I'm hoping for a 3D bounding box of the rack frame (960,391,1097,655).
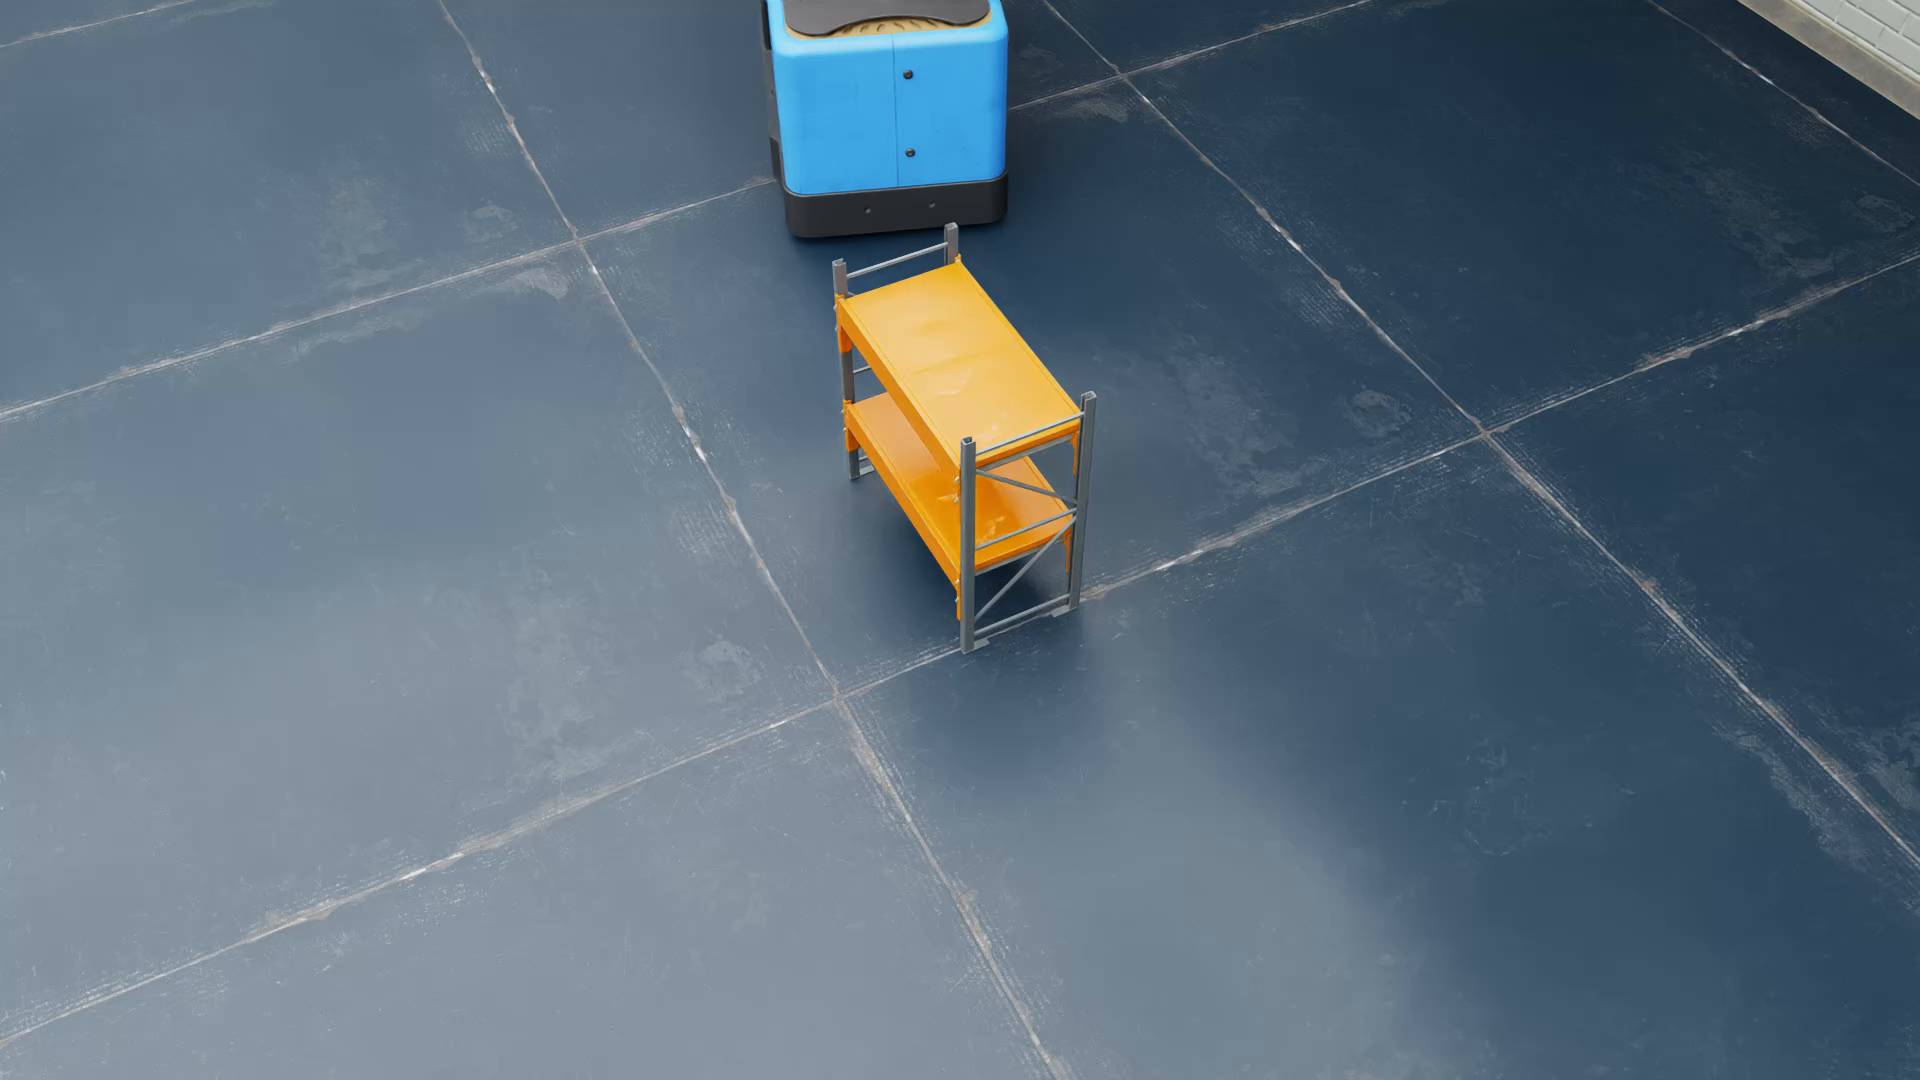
[{"bbox_3d":[0.230,-0.035,5.926,0.500,1.125,0.032,-21,52,-18],"label":"rack frame"}]

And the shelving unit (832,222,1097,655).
[{"bbox_3d":[-0.003,-0.375,6.223,0.538,1.125,1.048,-21,52,-18],"label":"shelving unit"}]

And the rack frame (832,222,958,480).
[{"bbox_3d":[-0.236,-0.715,6.521,0.500,1.125,0.032,-21,52,-18],"label":"rack frame"}]

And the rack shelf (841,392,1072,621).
[{"bbox_3d":[-0.003,-0.214,6.407,0.538,0.278,1.000,-21,52,-18],"label":"rack shelf"}]

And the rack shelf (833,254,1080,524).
[{"bbox_3d":[-0.003,-0.568,6.003,0.538,0.278,1.000,-21,52,-18],"label":"rack shelf"}]

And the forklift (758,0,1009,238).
[{"bbox_3d":[-0.485,-3.502,7.759,1.130,2.935,3.031,-6,49,-5],"label":"forklift"}]
